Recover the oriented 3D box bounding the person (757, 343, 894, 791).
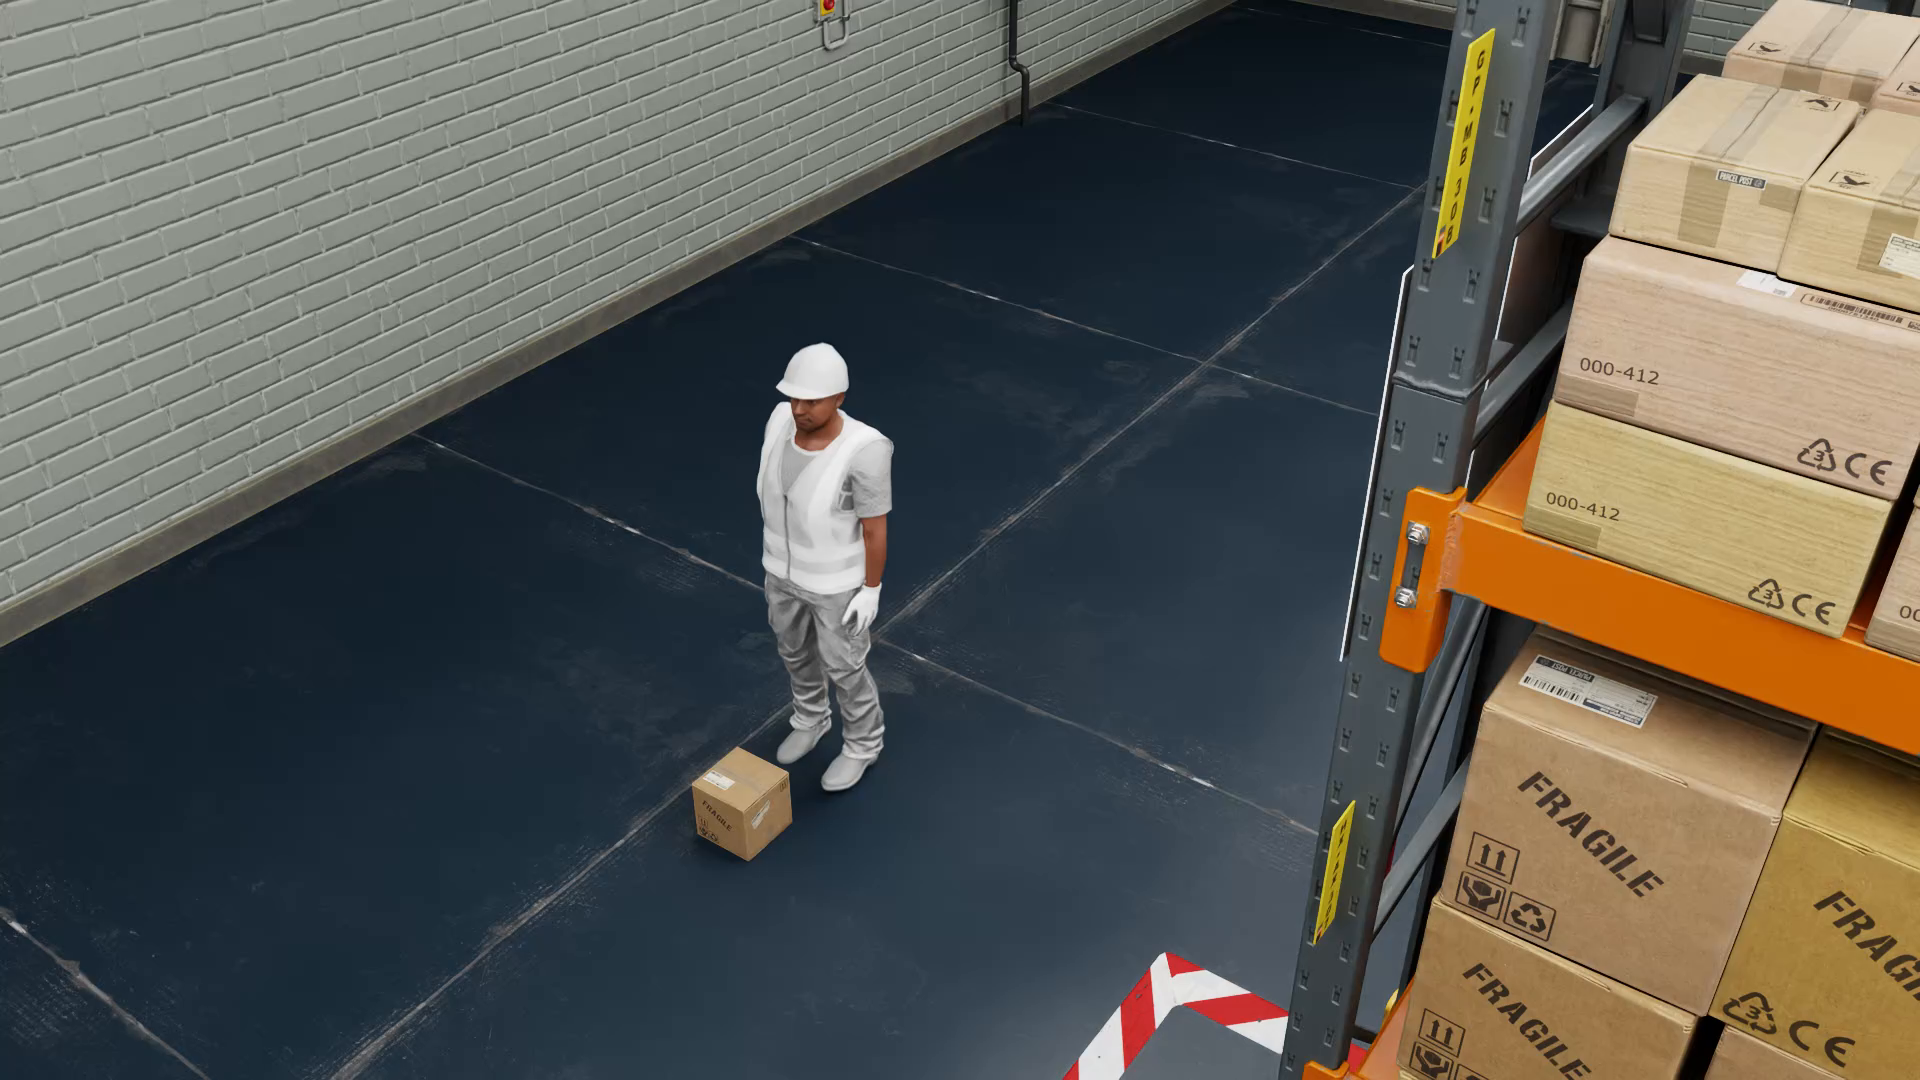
[{"bbox_3d":[-0.493,0.119,5.970,0.545,1.801,0.361,22,40,29],"label":"person"}]
